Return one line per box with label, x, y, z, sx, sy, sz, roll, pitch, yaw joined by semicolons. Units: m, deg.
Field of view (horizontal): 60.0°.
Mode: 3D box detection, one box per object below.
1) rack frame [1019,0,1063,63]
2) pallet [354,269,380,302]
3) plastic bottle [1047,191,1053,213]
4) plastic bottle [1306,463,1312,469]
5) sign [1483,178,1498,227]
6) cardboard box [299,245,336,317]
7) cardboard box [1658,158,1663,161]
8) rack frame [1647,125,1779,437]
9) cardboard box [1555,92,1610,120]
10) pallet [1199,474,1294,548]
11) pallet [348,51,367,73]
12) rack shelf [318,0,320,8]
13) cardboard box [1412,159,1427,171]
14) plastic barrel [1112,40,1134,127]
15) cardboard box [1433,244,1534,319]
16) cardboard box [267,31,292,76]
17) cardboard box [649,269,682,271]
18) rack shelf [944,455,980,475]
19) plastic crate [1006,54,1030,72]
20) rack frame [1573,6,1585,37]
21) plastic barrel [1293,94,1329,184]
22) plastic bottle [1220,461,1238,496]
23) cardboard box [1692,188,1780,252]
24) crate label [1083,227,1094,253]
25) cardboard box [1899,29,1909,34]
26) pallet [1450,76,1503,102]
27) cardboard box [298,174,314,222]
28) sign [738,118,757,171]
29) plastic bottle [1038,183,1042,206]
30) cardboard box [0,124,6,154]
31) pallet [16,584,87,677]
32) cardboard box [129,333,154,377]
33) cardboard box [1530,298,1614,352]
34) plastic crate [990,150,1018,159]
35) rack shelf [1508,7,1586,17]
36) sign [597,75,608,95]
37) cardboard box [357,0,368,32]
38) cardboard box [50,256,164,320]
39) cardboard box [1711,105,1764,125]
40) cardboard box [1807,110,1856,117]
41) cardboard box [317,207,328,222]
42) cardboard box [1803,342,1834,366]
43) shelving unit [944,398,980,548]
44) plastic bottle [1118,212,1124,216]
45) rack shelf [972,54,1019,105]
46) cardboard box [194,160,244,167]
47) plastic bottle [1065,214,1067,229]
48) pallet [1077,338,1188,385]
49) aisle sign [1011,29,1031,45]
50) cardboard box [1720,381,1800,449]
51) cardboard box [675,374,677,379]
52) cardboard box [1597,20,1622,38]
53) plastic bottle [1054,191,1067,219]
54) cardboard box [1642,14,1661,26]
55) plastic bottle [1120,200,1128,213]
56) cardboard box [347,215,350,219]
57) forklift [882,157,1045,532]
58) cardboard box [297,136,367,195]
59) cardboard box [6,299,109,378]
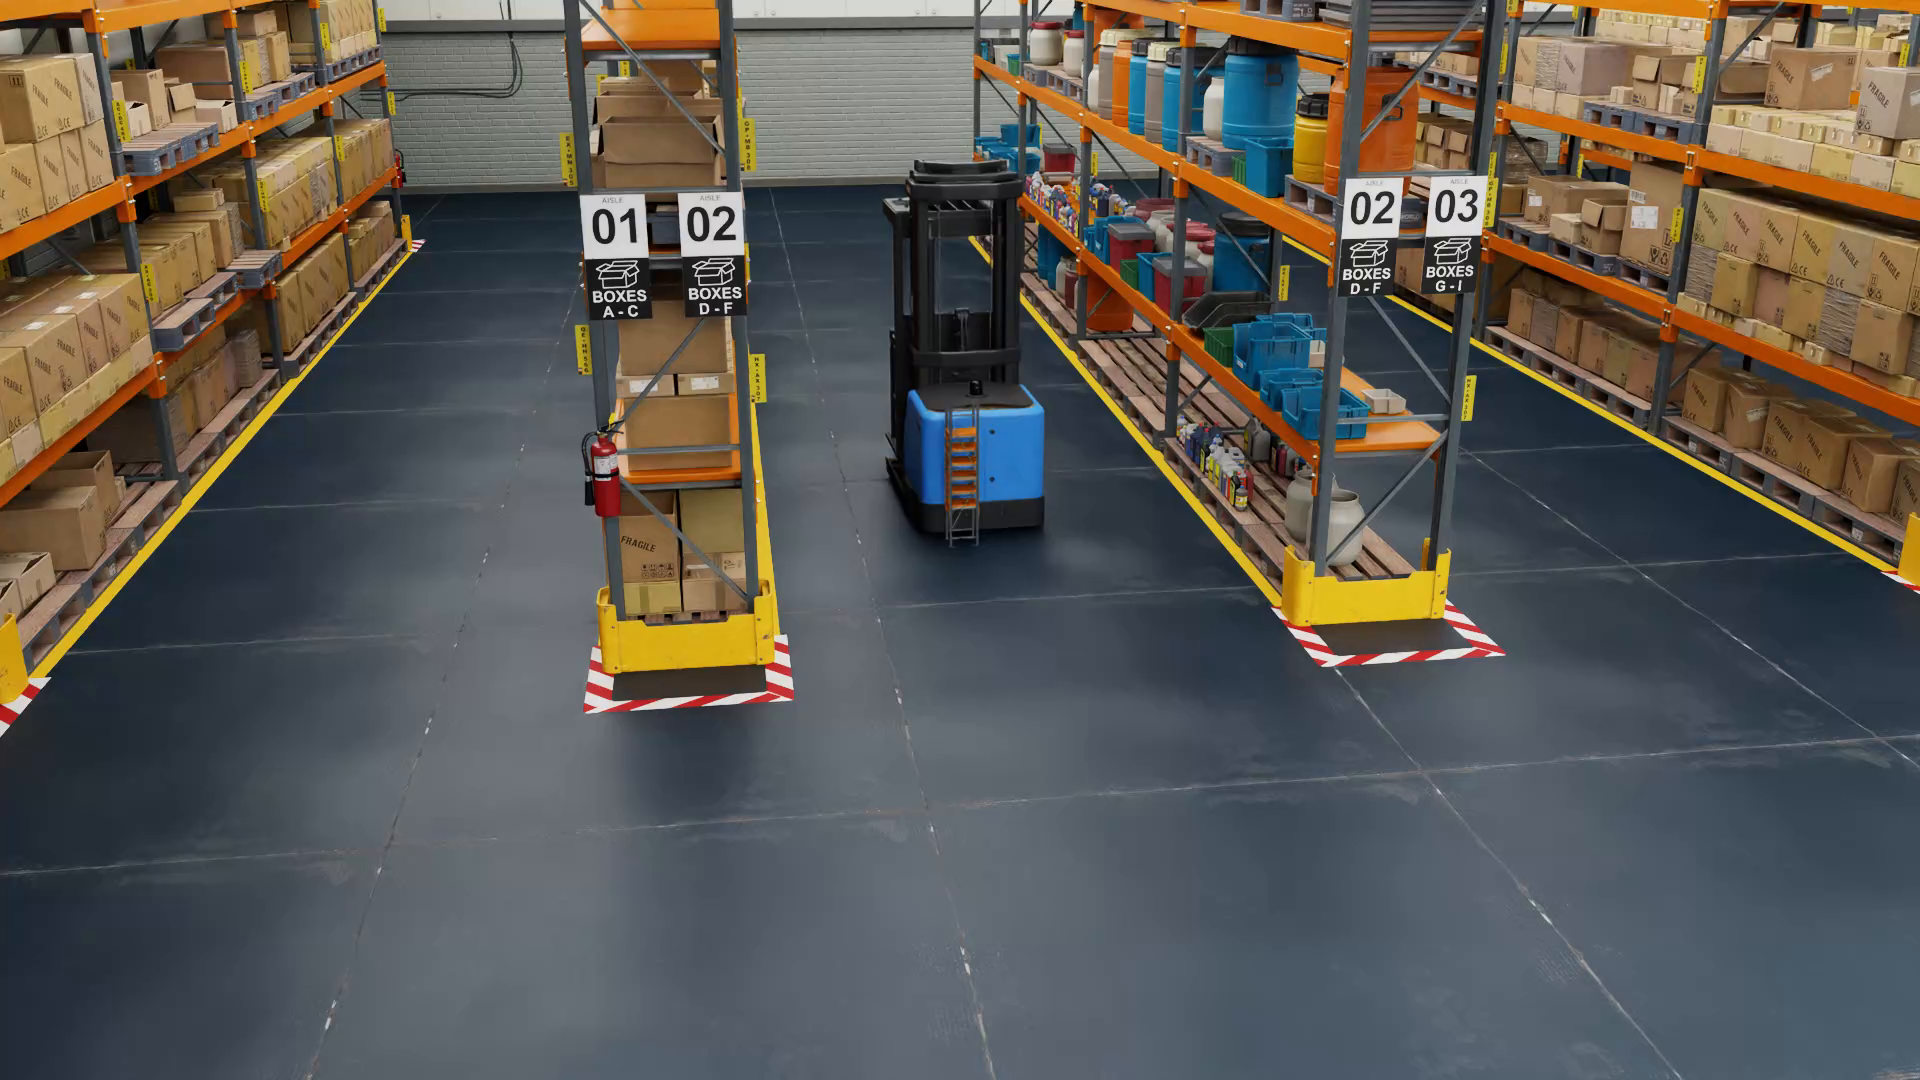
rack frame;1.295;-7.807;21.756;1.000;3.000;0.127;-3;21;-8
pallet;-8.541;-3.457;22.671;1.003;0.211;1.213;-3;21;-8
plastic bottle;1.155;-4.280;21.073;0.097;0.271;0.097;0;20;0
plastic bottle;3.008;-0.566;14.215;0.097;0.271;0.097;0;20;0
sign;3.569;-2.277;11.226;0.100;0.325;0.005;-3;21;-8
cardboard box;-8.156;-3.160;20.362;0.750;0.750;0.750;-2;21;-6
cardboard box;10.752;-5.702;25.056;0.380;0.149;0.250;-3;21;-9
rack frame;7.349;-2.476;16.059;1.000;3.000;0.127;-3;21;-8
cardboard box;6.746;-4.665;17.847;0.500;0.250;0.500;-2;21;-7
pallet;2.683;-0.262;14.116;1.003;0.211;1.213;-3;21;-8
pallet;-8.789;-6.565;22.847;1.003;0.211;1.213;-3;21;-8
rack shelf;-8.797;-7.475;22.468;1.077;0.370;4.000;-3;21;-8
cardboard box;6.160;-4.774;22.067;0.500;0.500;0.500;-3;21;-9
plastic barrel;1.869;-4.696;17.101;0.600;0.830;0.708;-3;21;-8
cardboard box;6.694;-3.302;20.707;1.225;0.875;0.875;-4;21;-10
cardboard box;-8.491;-5.844;20.018;0.700;0.500;0.500;-4;21;-11
cardboard box;-2.095;-1.784;12.209;0.700;0.500;0.500;-3;21;-8
rack shelf;0.018;-0.606;13.408;0.258;0.103;0.180;-4;21;-10
plastic crate;0.847;-6.622;23.111;0.416;0.233;0.300;-3;21;-8
rack frame;10.542;-9.656;26.709;1.000;3.000;0.127;-3;21;-8
plastic barrel;2.734;-2.920;12.090;0.600;0.588;0.600;0;20;0
plastic bottle;2.297;-0.522;14.091;0.152;0.276;0.135;-3;21;-9
cardboard box;7.162;-2.962;15.363;0.500;0.500;0.500;-3;21;-8
crate label;1.561;-3.368;18.686;0.303;0.233;0.416;-3;21;-8
cardboard box;11.835;-6.219;20.557;0.396;0.266;0.258;-3;21;-8
pallet;6.627;-5.398;19.865;1.213;0.211;1.003;-2;21;-5
cardboard box;-7.969;-4.022;19.600;0.500;0.500;0.500;-2;21;-6
sign;-1.328;-2.470;10.394;0.100;0.325;0.005;-3;21;-8
plastic bottle;1.053;-4.486;21.605;0.061;0.283;0.133;-3;21;-8
cardboard box;-6.702;-2.770;10.958;0.500;0.500;0.500;-2;21;-6
pallet;-6.872;0.655;11.660;1.003;0.211;1.213;-3;21;-8
cardboard box;-6.988;-1.517;13.677;0.500;0.250;0.500;-3;21;-8
cardboard box;6.981;-2.474;18.996;0.700;0.500;0.500;-5;21;-12
plastic crate;0.661;-5.669;24.761;0.416;0.233;0.300;-3;21;-8
rack shelf;6.484;-6.840;20.767;1.077;0.370;4.000;-3;21;-8
sign;-2.990;-3.742;13.972;0.100;0.325;0.005;-3;21;-8
cardboard box;-8.649;-7.398;23.348;0.500;0.500;0.500;-2;21;-6
cardboard box;-7.395;-2.157;14.434;0.700;0.500;0.500;-3;21;-8
cardboard box;7.091;-3.870;15.147;0.380;0.149;0.250;-4;21;-9
cardboard box;7.752;-3.720;14.747;0.380;0.149;0.250;-4;21;-10
cardboard box;-8.031;-4.019;20.519;0.380;0.149;0.250;-3;21;-8
cardboard box;7.360;-1.576;14.007;0.380;0.149;0.250;-3;21;-8
shelving unit;0.018;-0.535;13.435;0.258;1.200;0.189;-4;21;-10
plastic bottle;1.941;-3.832;19.972;0.097;0.201;0.097;0;20;0
rack shelf;1.006;-6.757;24.261;1.077;0.370;4.000;-3;21;-8
cardboard box;-8.396;-4.160;18.898;0.500;0.250;0.500;-3;21;-9
plastic bottle;1.317;-3.859;20.044;0.097;0.201;0.097;0;20;0
pallet;1.944;-2.035;18.862;1.003;0.211;1.213;-3;21;-8
aisle sign;0.998;-7.639;26.165;0.394;0.787;0.004;-3;21;-8
cardboard box;7.457;-1.163;15.516;0.500;0.500;0.500;4;21;9
cardboard box;-2.013;-0.984;11.919;0.700;0.500;0.500;-2;21;-6
cardboard box;10.424;-8.069;26.247;0.500;0.250;0.500;-3;21;-8
plastic bottle;1.244;-4.160;20.636;0.144;0.351;0.185;-3;21;-8
cardboard box;10.534;-7.845;25.076;0.380;0.149;0.250;-3;21;-9
plastic bottle;2.020;-4.045;20.443;0.097;0.271;0.097;0;20;0
cardboard box;-8.917;-4.568;23.705;0.380;0.149;0.250;-3;21;-7
forklift;-0.070;-1.915;14.655;1.130;2.935;3.031;-4;21;-10
cardboard box;-8.671;-5.079;22.598;0.980;0.700;0.700;-3;21;-9
cardboard box;-6.842;-1.522;12.617;0.500;0.500;0.500;-4;21;-9
